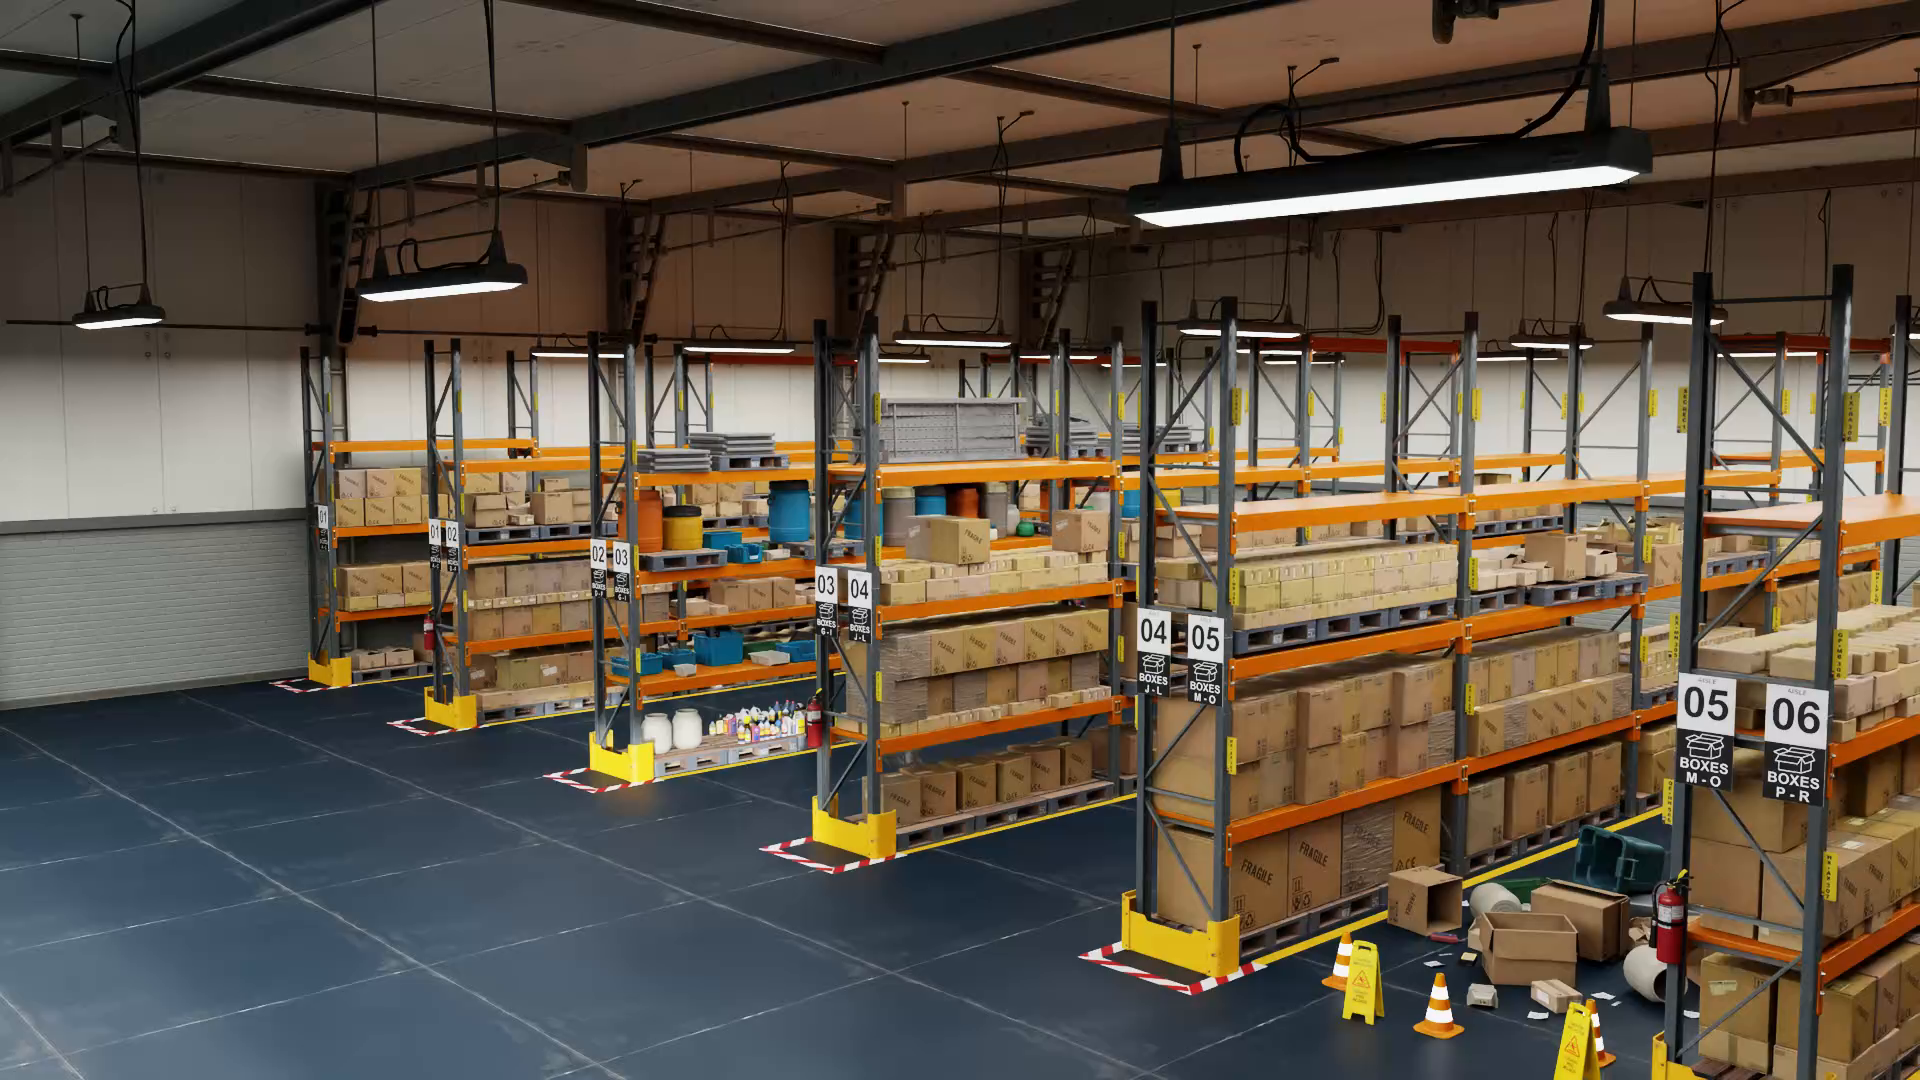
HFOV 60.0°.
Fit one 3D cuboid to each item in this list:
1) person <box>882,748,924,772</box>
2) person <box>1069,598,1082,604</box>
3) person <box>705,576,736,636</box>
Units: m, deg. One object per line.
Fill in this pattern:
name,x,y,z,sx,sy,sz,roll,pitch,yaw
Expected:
person,-0.753,2.428,21.568,0.957,1.650,0.655,-4,6,-36
person,2.124,1.513,31.861,0.663,1.713,0.703,3,6,31
person,-4.747,1.468,33.184,0.652,1.579,0.849,5,7,43
